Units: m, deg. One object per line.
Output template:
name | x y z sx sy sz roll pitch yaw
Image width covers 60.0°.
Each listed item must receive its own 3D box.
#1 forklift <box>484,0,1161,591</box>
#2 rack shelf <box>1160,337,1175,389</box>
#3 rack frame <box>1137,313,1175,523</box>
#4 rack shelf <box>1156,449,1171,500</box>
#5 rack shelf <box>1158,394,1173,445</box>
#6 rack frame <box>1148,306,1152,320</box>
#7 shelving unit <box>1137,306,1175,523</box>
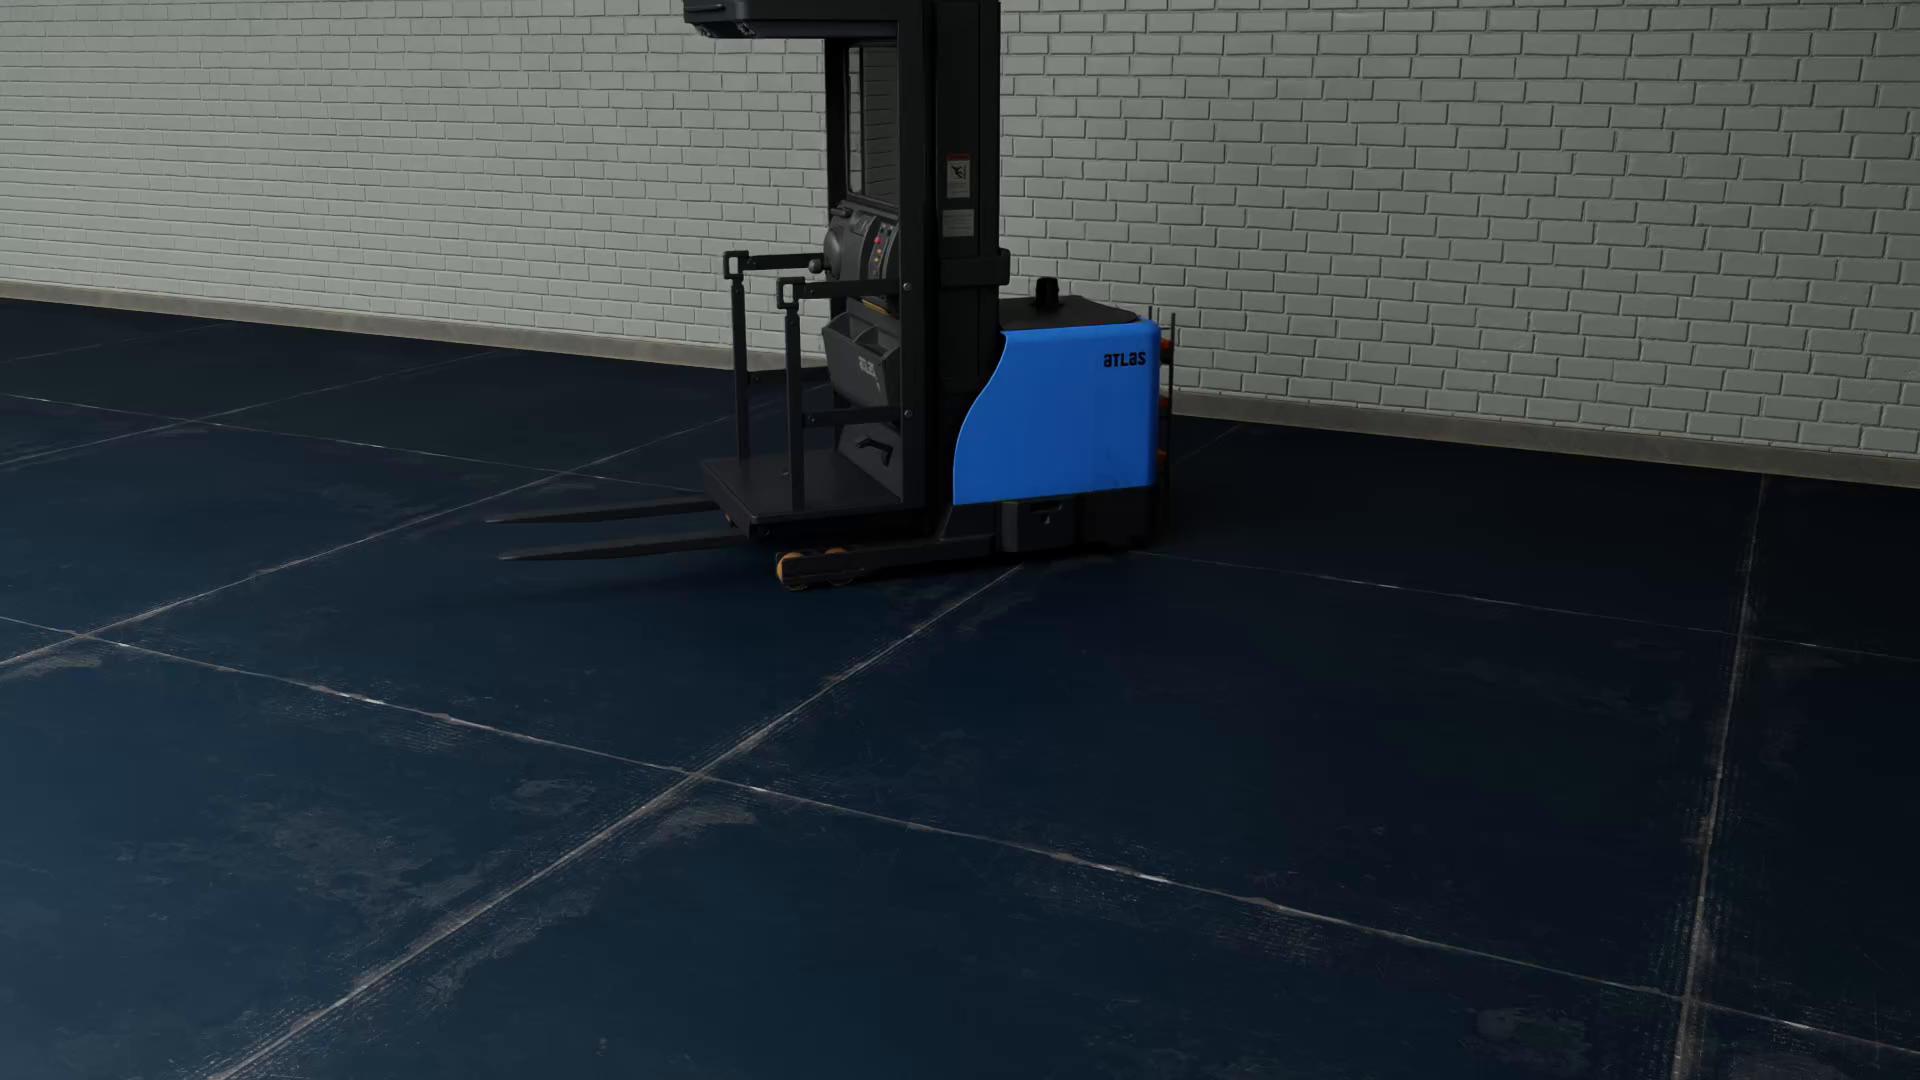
forklift | -0.631 -1.353 7.432 3.031 2.935 1.130 -6 18 -20
rack shelf | 0.902 -0.878 8.176 0.215 0.259 0.240 -6 18 -20
rack frame | 0.945 -0.583 8.144 0.200 1.050 0.008 -6 18 -20
rack shelf | 0.902 -0.339 8.336 0.215 0.259 0.240 -6 18 -20
rack shelf | 0.902 -0.606 8.257 0.215 0.259 0.240 -6 18 -20
rack frame | 0.859 -0.648 8.363 0.200 1.050 0.008 -6 18 -20
shelving unit | 0.902 -0.616 8.254 0.215 1.050 0.252 -6 18 -20
